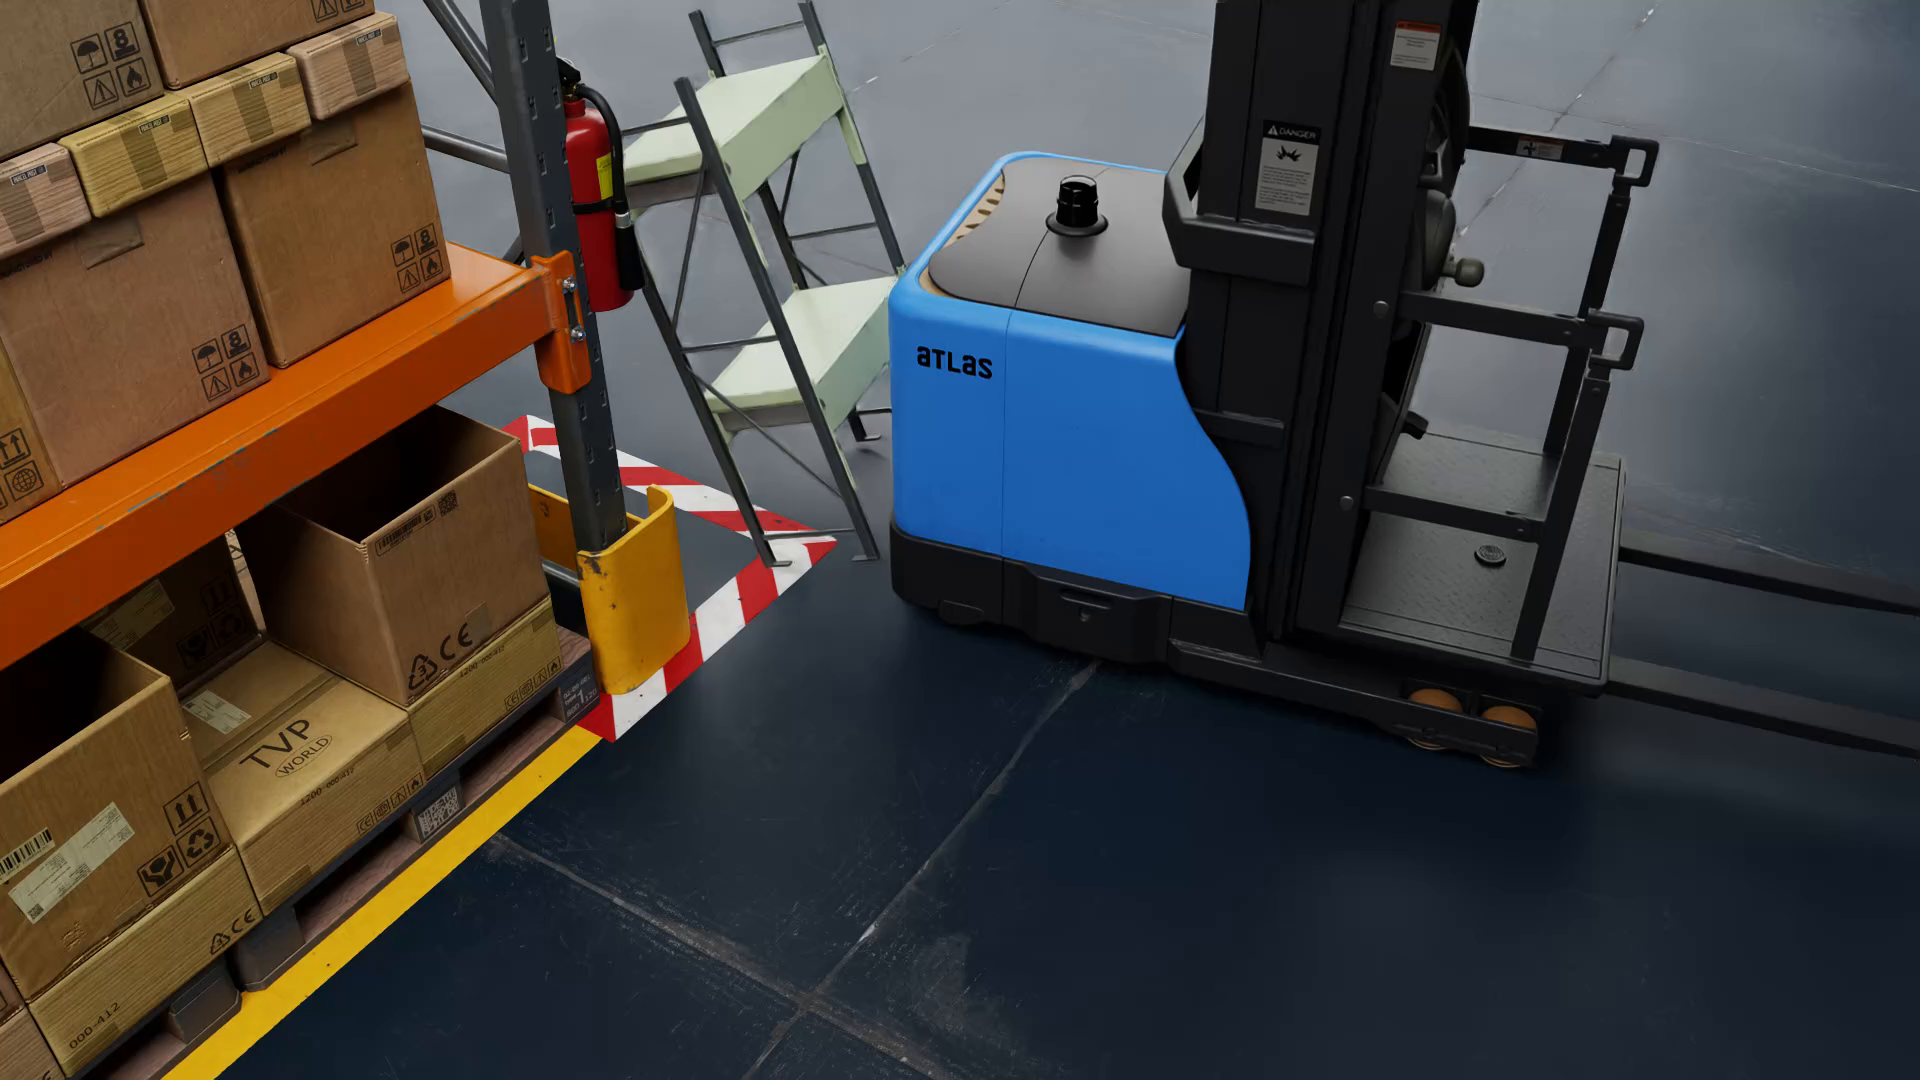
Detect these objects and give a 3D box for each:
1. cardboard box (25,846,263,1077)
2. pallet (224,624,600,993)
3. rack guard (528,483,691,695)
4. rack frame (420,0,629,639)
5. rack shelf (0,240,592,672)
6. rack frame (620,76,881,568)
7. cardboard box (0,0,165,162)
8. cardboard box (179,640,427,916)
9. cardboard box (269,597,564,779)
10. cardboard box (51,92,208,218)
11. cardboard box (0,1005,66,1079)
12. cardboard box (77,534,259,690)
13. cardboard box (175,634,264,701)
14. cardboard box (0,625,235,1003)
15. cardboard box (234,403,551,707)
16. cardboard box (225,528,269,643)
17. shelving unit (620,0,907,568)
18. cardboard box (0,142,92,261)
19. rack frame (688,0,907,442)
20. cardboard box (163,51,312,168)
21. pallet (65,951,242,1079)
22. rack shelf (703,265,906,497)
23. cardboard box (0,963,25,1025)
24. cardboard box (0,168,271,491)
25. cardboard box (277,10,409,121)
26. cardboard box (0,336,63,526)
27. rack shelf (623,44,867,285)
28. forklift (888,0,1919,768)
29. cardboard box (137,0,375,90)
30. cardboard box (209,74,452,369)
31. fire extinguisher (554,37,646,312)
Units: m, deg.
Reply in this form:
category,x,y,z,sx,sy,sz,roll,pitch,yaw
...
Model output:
category,x,y,z,sx,sy,sz,roll,pitch,yaw
cardboard box,-1.925,0.813,3.647,0.500,0.250,0.500,21,42,25
pallet,-1.737,0.509,4.416,1.003,0.211,1.213,21,42,25
rack guard,-1.350,-0.025,4.873,1.175,0.500,0.348,21,42,25
rack frame,-1.363,-1.003,4.094,1.000,3.000,0.127,21,42,25
rack shelf,-2.435,0.313,2.976,1.077,0.370,4.000,21,42,25
rack frame,-0.644,-0.546,4.667,0.400,1.500,0.023,-4,33,27
cardboard box,-1.929,-1.020,2.971,0.700,0.500,0.500,20,42,24
cardboard box,-1.659,0.554,3.982,0.500,0.250,0.500,21,42,25
cardboard box,-1.401,0.293,4.321,0.500,0.250,0.500,21,42,25
cardboard box,-1.683,-0.773,3.183,0.380,0.149,0.250,21,42,24
cardboard box,-2.194,1.070,3.313,0.500,0.250,0.500,21,42,25
cardboard box,-2.104,0.085,3.977,0.500,0.500,0.500,21,42,25
cardboard box,-2.103,0.382,4.205,0.500,0.250,0.500,21,42,25
cardboard box,-1.922,0.517,3.417,0.500,0.500,0.500,21,42,25
cardboard box,-1.399,-0.004,4.092,0.500,0.500,0.500,21,42,25
cardboard box,-1.838,0.123,4.541,0.500,0.250,0.500,21,42,25
shelving unit,-0.521,-0.755,4.941,0.431,1.500,0.755,-4,33,27
cardboard box,-1.819,-0.644,3.015,0.380,0.149,0.250,22,43,26
rack frame,-0.398,-0.965,5.214,0.400,1.500,0.023,-4,33,27
cardboard box,-1.546,-0.905,3.354,0.380,0.149,0.250,22,43,26
pallet,-2.392,1.136,3.604,1.003,0.211,1.213,21,42,25
rack shelf,-0.422,-0.489,5.100,0.431,0.370,0.720,-4,33,27
cardboard box,-2.191,0.774,3.083,0.500,0.500,0.500,21,42,25
cardboard box,-1.901,-0.534,3.404,0.700,0.500,0.500,22,43,26
cardboard box,-1.407,-1.040,3.529,0.380,0.149,0.250,20,42,24
cardboard box,-2.172,-0.280,3.074,0.700,0.500,0.500,21,43,25
rack shelf,-0.639,-1.074,4.750,0.431,0.370,0.720,-4,33,27
forklift,1.368,-0.919,4.041,3.031,2.935,1.130,13,39,16
cardboard box,-1.652,-1.293,3.325,0.700,0.500,0.500,21,42,25
cardboard box,-1.624,-0.806,3.757,0.700,0.500,0.500,21,42,25
fire extinguisher,-0.907,-0.881,4.000,0.296,0.674,0.183,21,42,25
